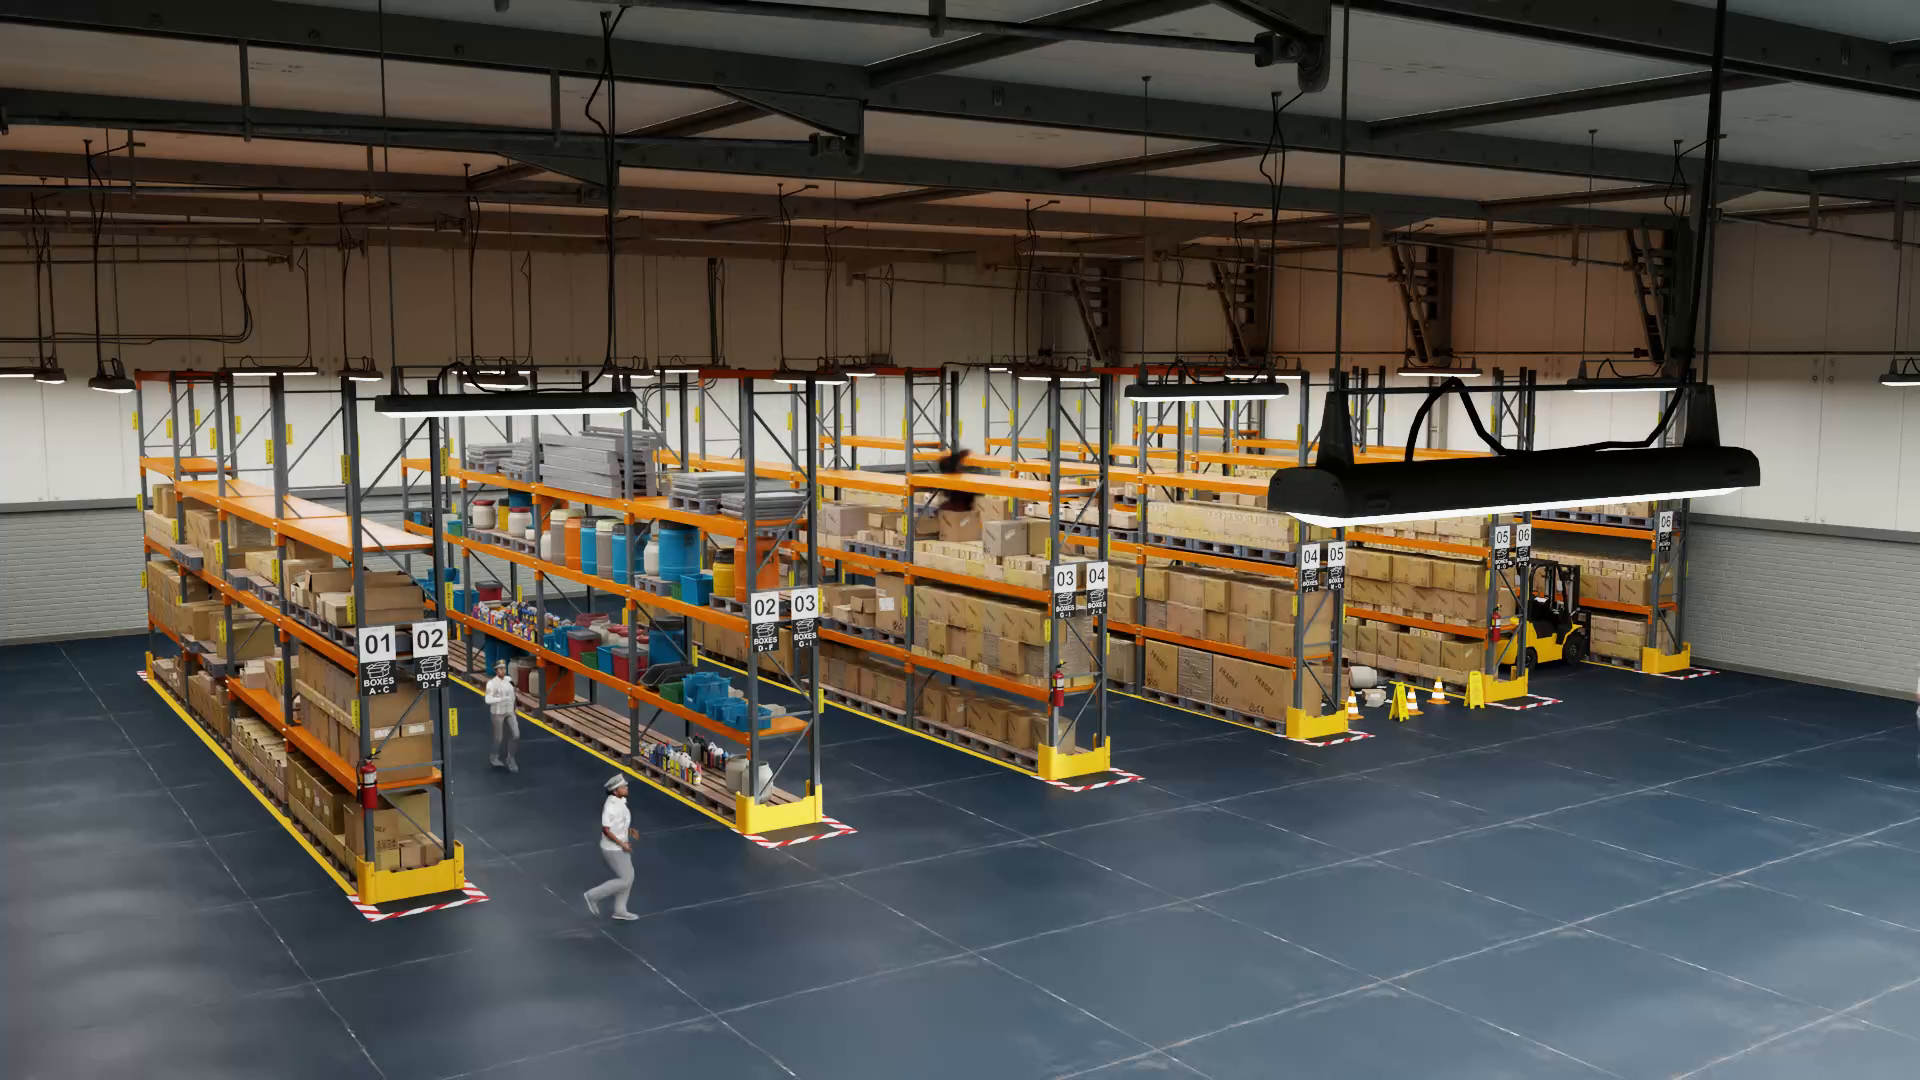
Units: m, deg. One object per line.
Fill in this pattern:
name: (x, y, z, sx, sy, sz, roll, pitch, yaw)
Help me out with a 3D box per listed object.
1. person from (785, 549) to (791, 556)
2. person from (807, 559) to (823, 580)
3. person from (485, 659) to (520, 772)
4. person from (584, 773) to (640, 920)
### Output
person: (-4.160, 1.092, 39.359, 0.740, 1.616, 1.029, -3, 7, -24)
person: (-3.378, 1.219, 38.210, 0.596, 1.628, 0.653, -3, 7, -25)
person: (-6.906, 2.657, 25.176, 0.592, 1.734, 0.684, -6, 9, -42)
person: (-3.890, 3.426, 18.569, 0.611, 1.679, 0.577, -1, 7, -9)
